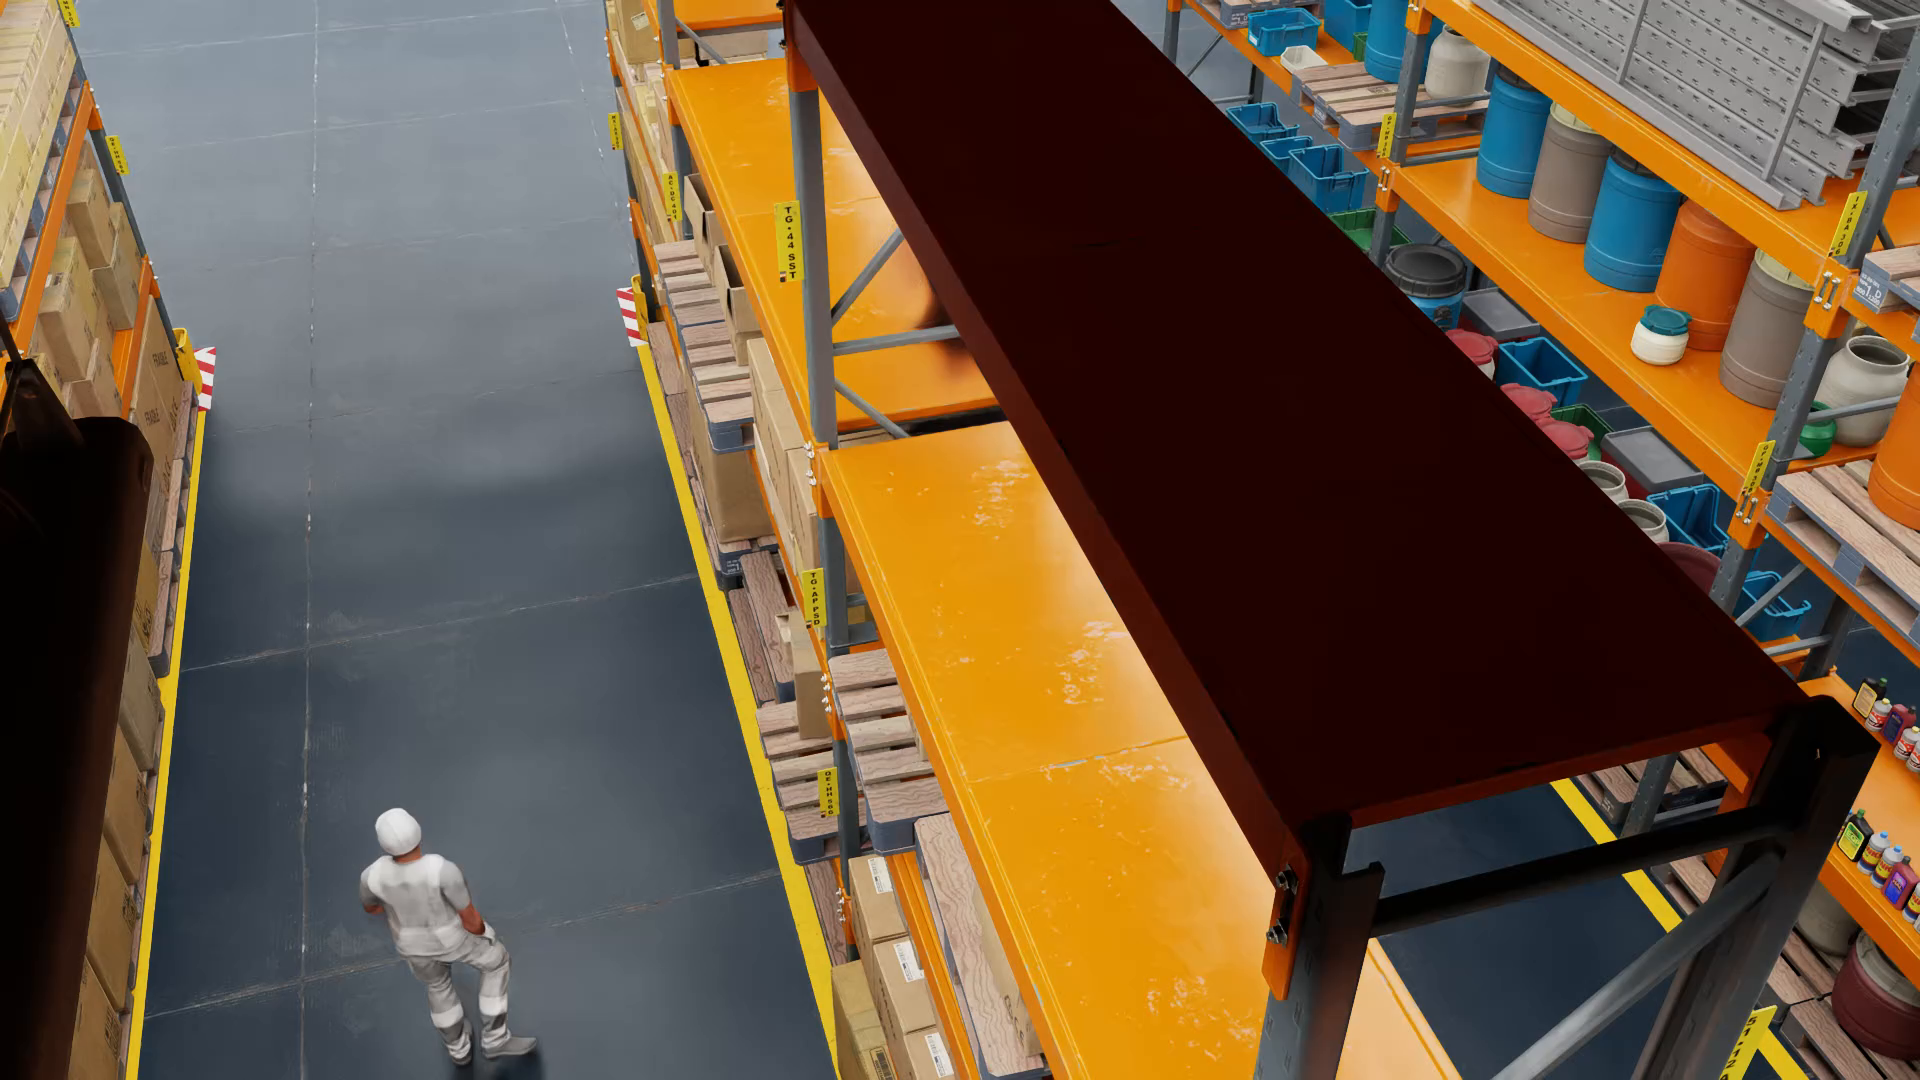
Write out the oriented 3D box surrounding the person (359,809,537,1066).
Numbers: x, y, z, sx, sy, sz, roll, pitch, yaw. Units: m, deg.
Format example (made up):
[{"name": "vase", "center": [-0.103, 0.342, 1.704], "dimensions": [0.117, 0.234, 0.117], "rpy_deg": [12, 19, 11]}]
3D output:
[{"name": "person", "center": [-2.726, 2.061, 8.806], "dimensions": [0.772, 1.752, 0.573], "rpy_deg": [0, 38, 0]}]
